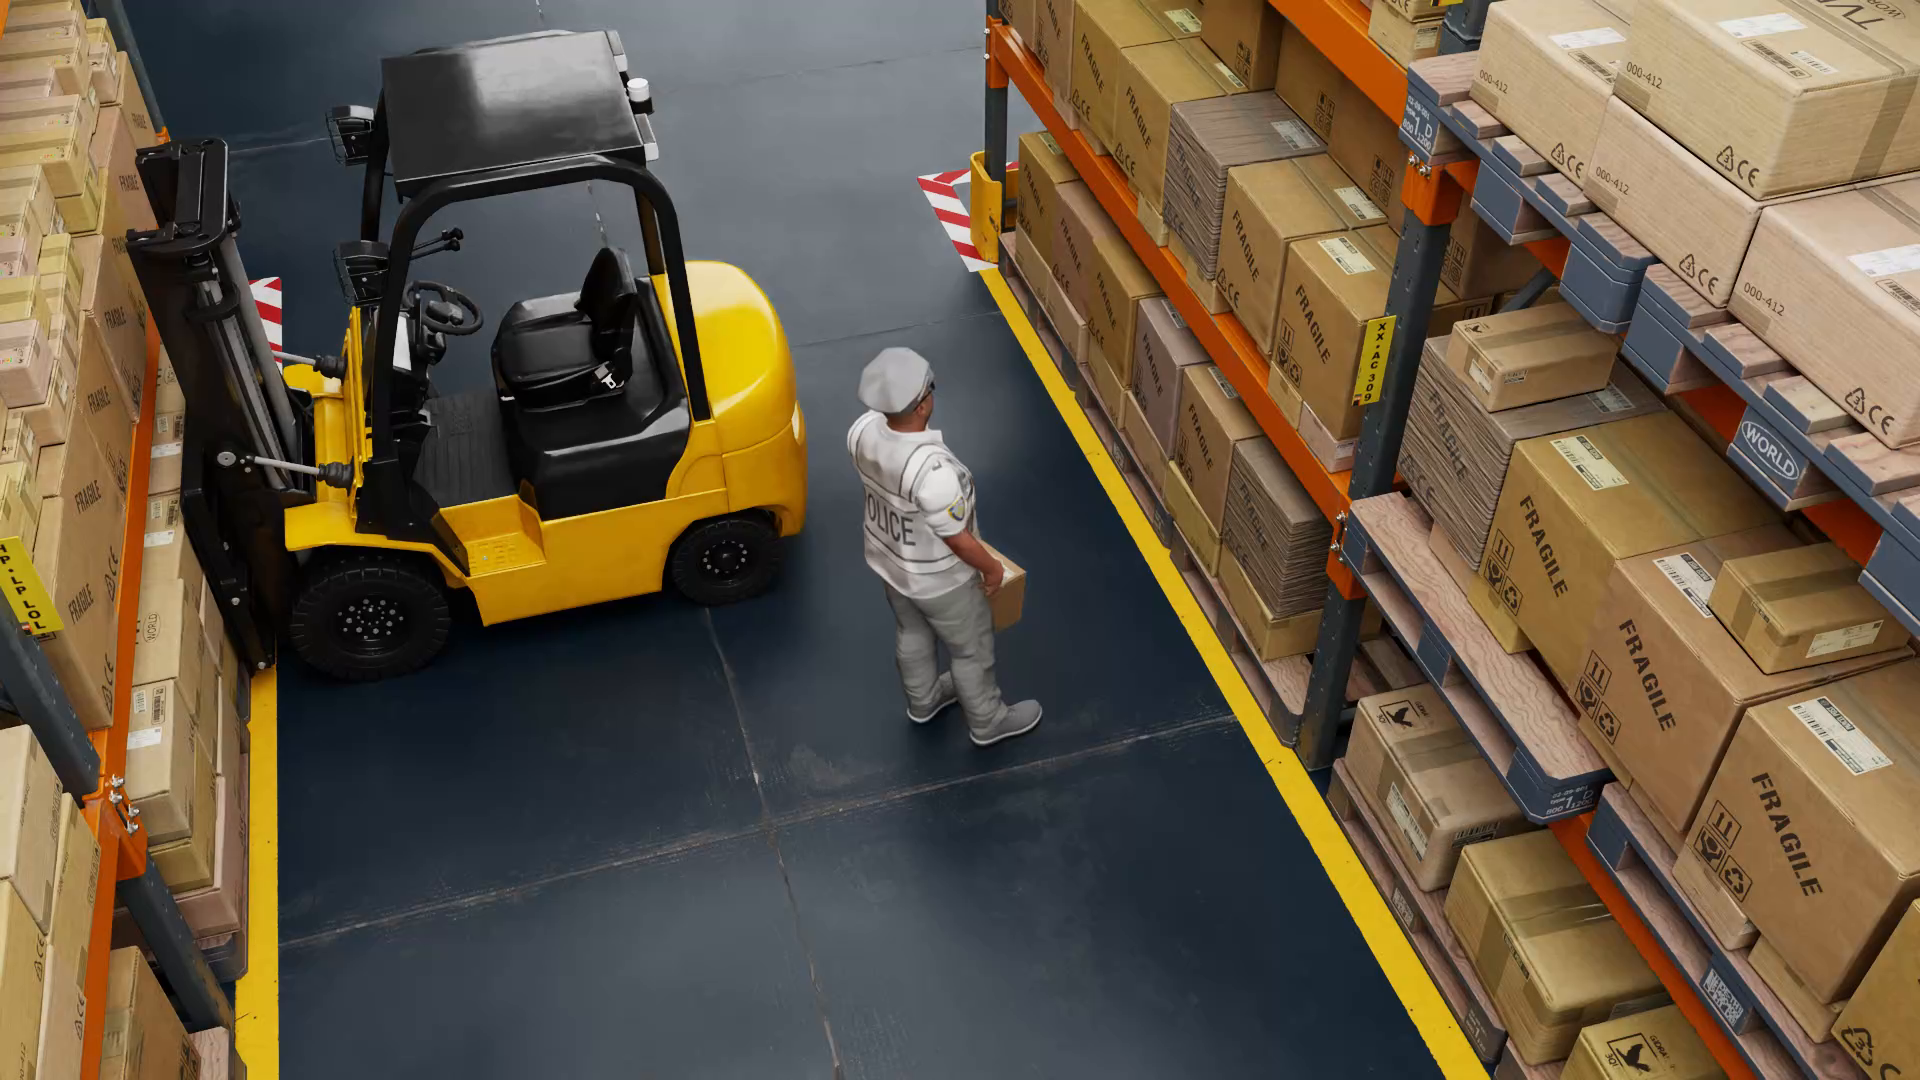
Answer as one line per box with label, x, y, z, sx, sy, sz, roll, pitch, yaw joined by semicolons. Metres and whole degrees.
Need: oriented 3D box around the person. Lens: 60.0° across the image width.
person;-0.056;0.025;6.091;0.571;1.783;0.609;-31;50;-30
